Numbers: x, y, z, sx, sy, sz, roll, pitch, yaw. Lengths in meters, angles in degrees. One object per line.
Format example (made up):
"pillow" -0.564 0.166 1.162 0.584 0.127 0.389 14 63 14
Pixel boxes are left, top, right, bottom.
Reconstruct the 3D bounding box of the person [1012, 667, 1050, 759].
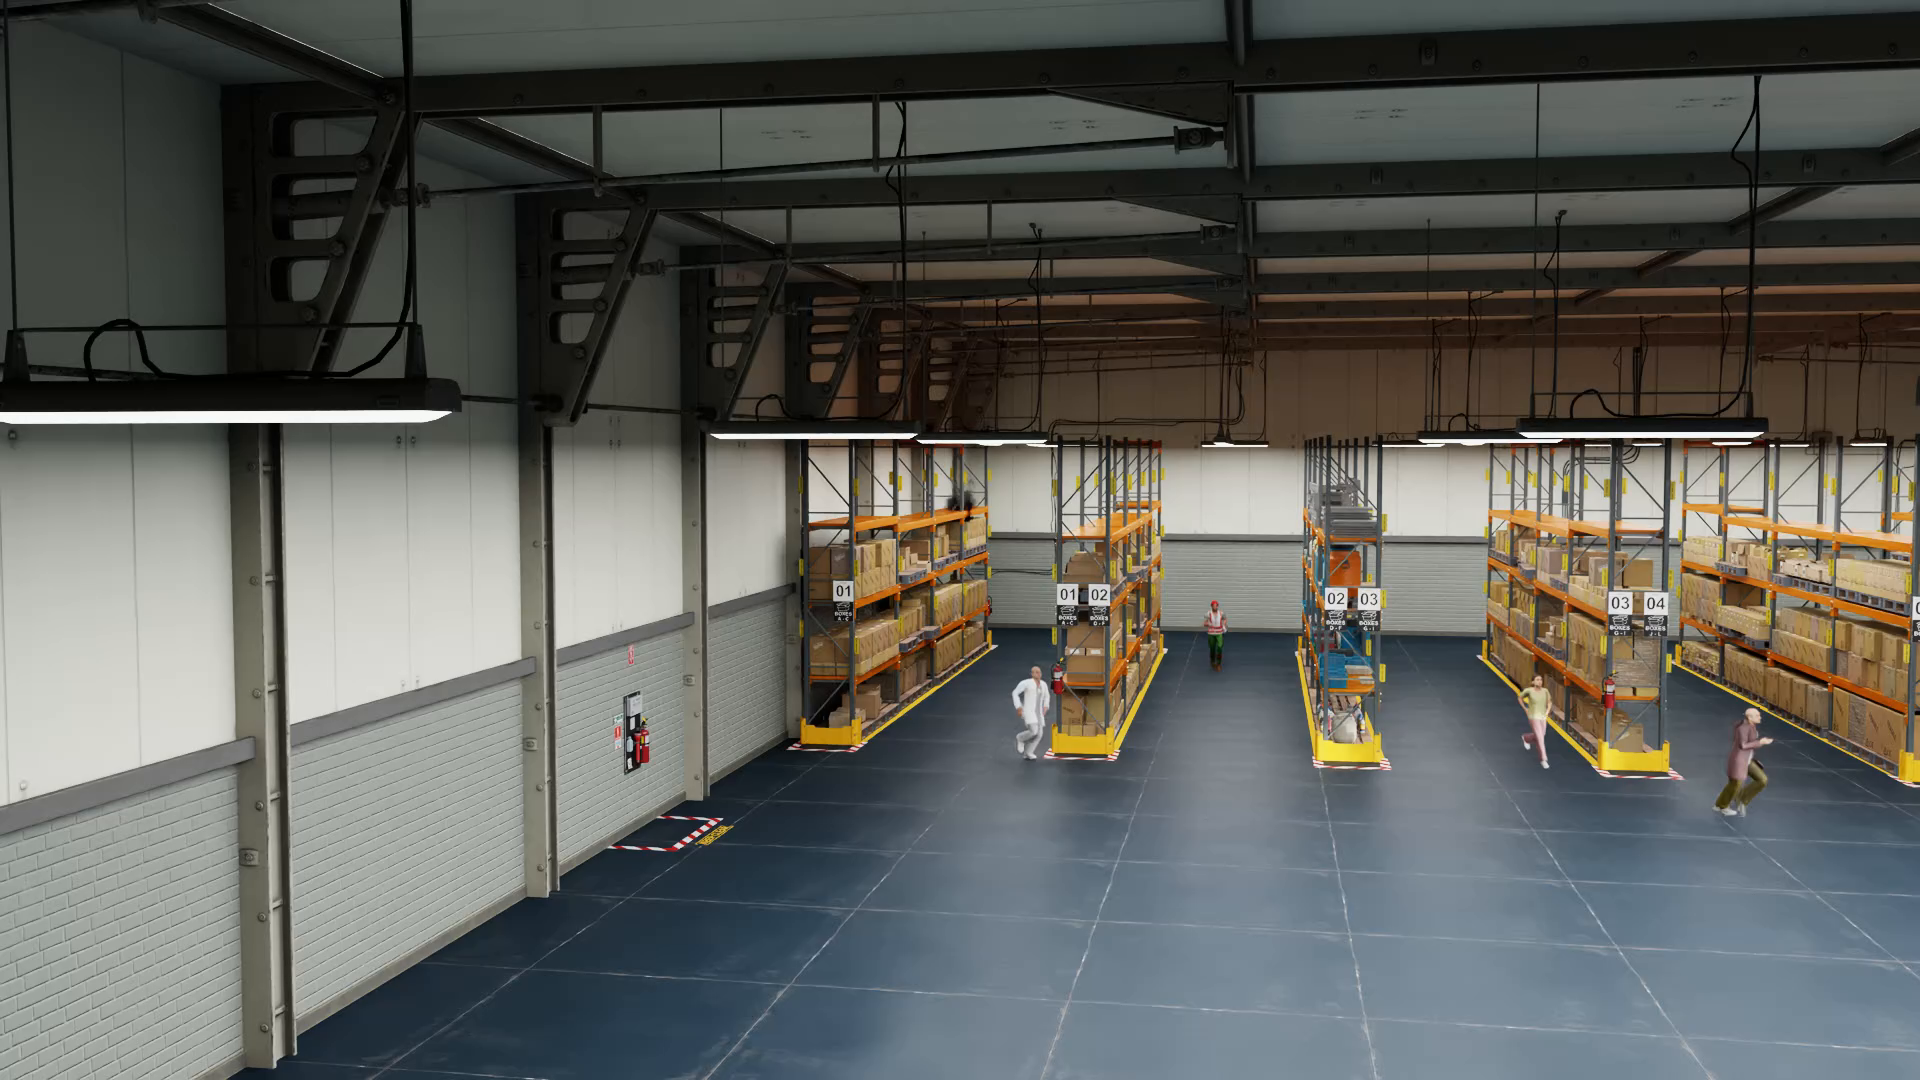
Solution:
"person" 1.359 3.201 30.834 0.753 1.712 0.597 -2 4 -35

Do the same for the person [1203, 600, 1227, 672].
"person" 6.639 2.491 43.306 0.633 1.848 0.793 0 3 6

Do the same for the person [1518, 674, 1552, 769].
"person" 10.543 3.271 30.409 0.552 1.663 1.070 -1 3 -11

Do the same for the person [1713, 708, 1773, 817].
"person" 12.131 3.487 25.760 0.673 1.637 0.895 -3 4 -41
